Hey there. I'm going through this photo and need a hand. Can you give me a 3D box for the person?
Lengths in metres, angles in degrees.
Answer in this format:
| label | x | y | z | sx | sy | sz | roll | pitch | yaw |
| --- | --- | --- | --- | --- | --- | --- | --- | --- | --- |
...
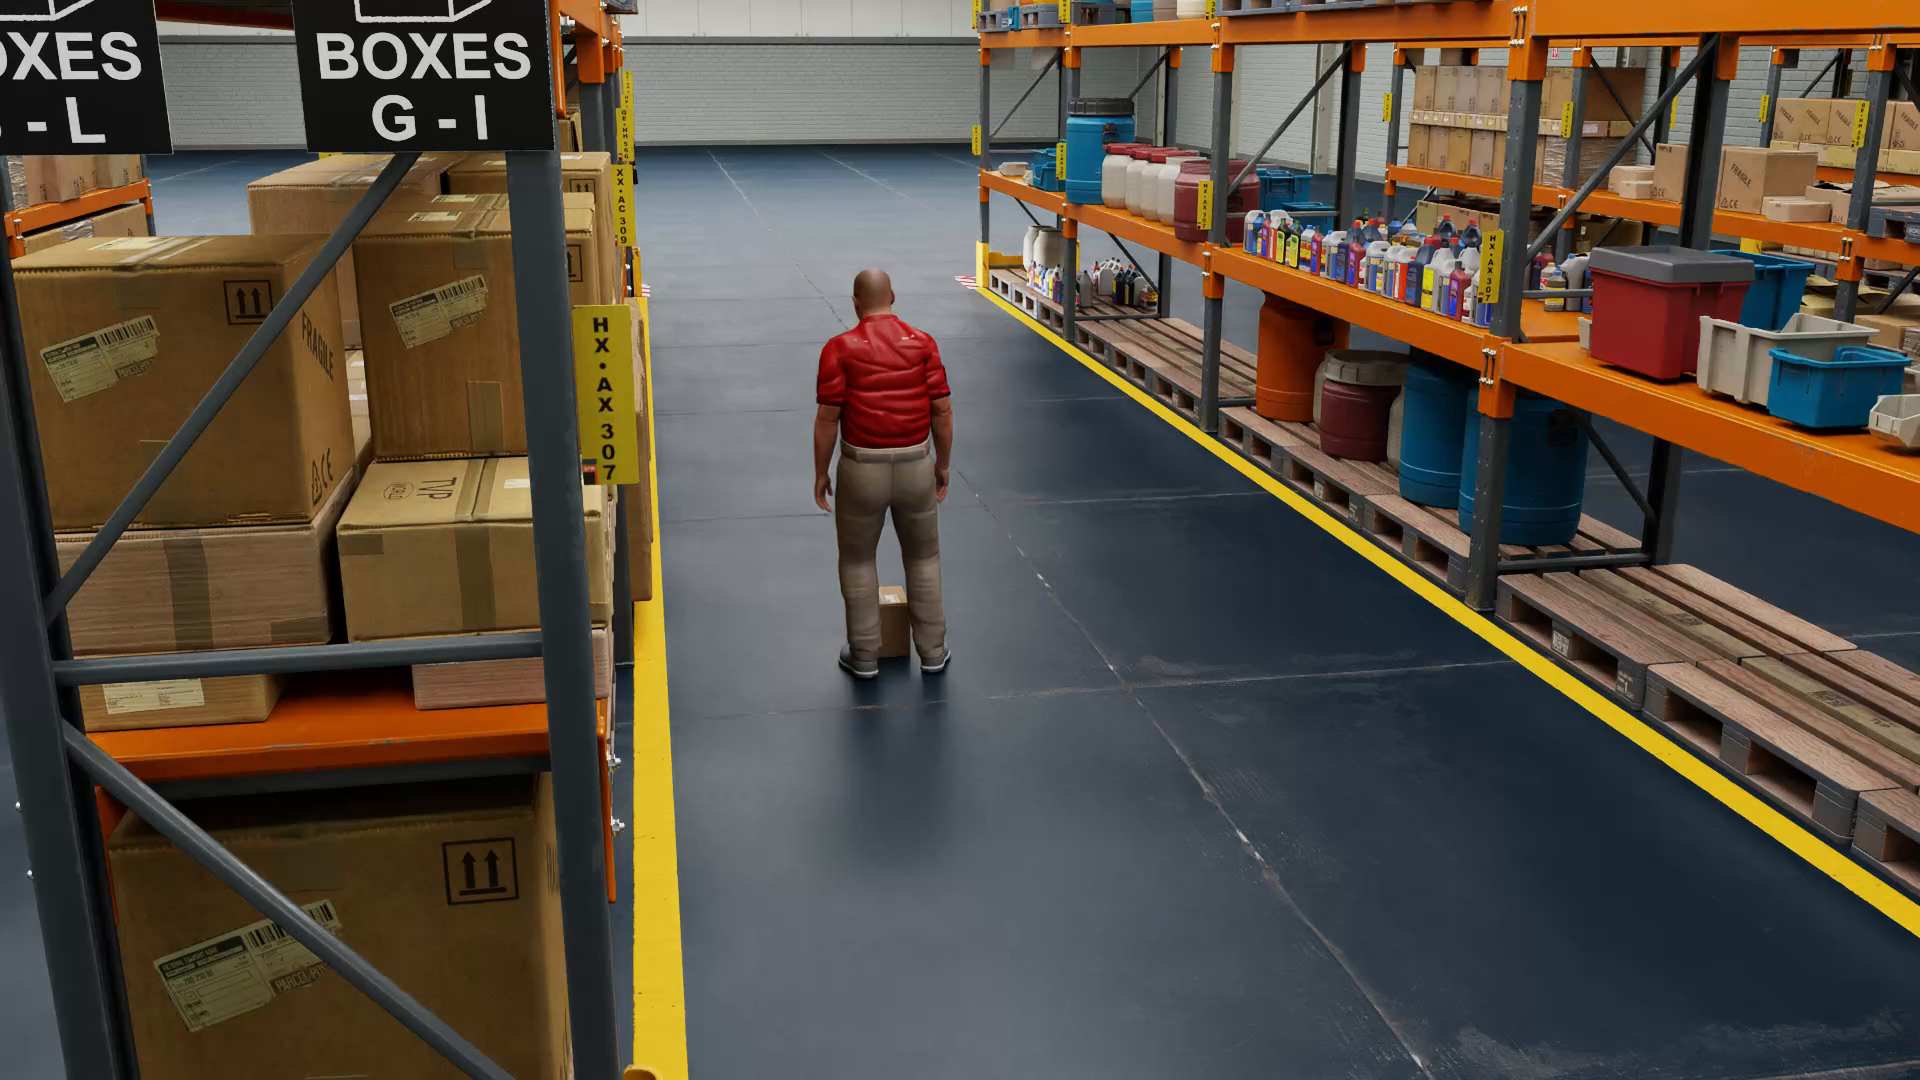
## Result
| label | x | y | z | sx | sy | sz | roll | pitch | yaw |
| --- | --- | --- | --- | --- | --- | --- | --- | --- | --- |
| person | -0.315 | -0.273 | 6.993 | 0.601 | 1.727 | 0.383 | -4 | 17 | -12 |
